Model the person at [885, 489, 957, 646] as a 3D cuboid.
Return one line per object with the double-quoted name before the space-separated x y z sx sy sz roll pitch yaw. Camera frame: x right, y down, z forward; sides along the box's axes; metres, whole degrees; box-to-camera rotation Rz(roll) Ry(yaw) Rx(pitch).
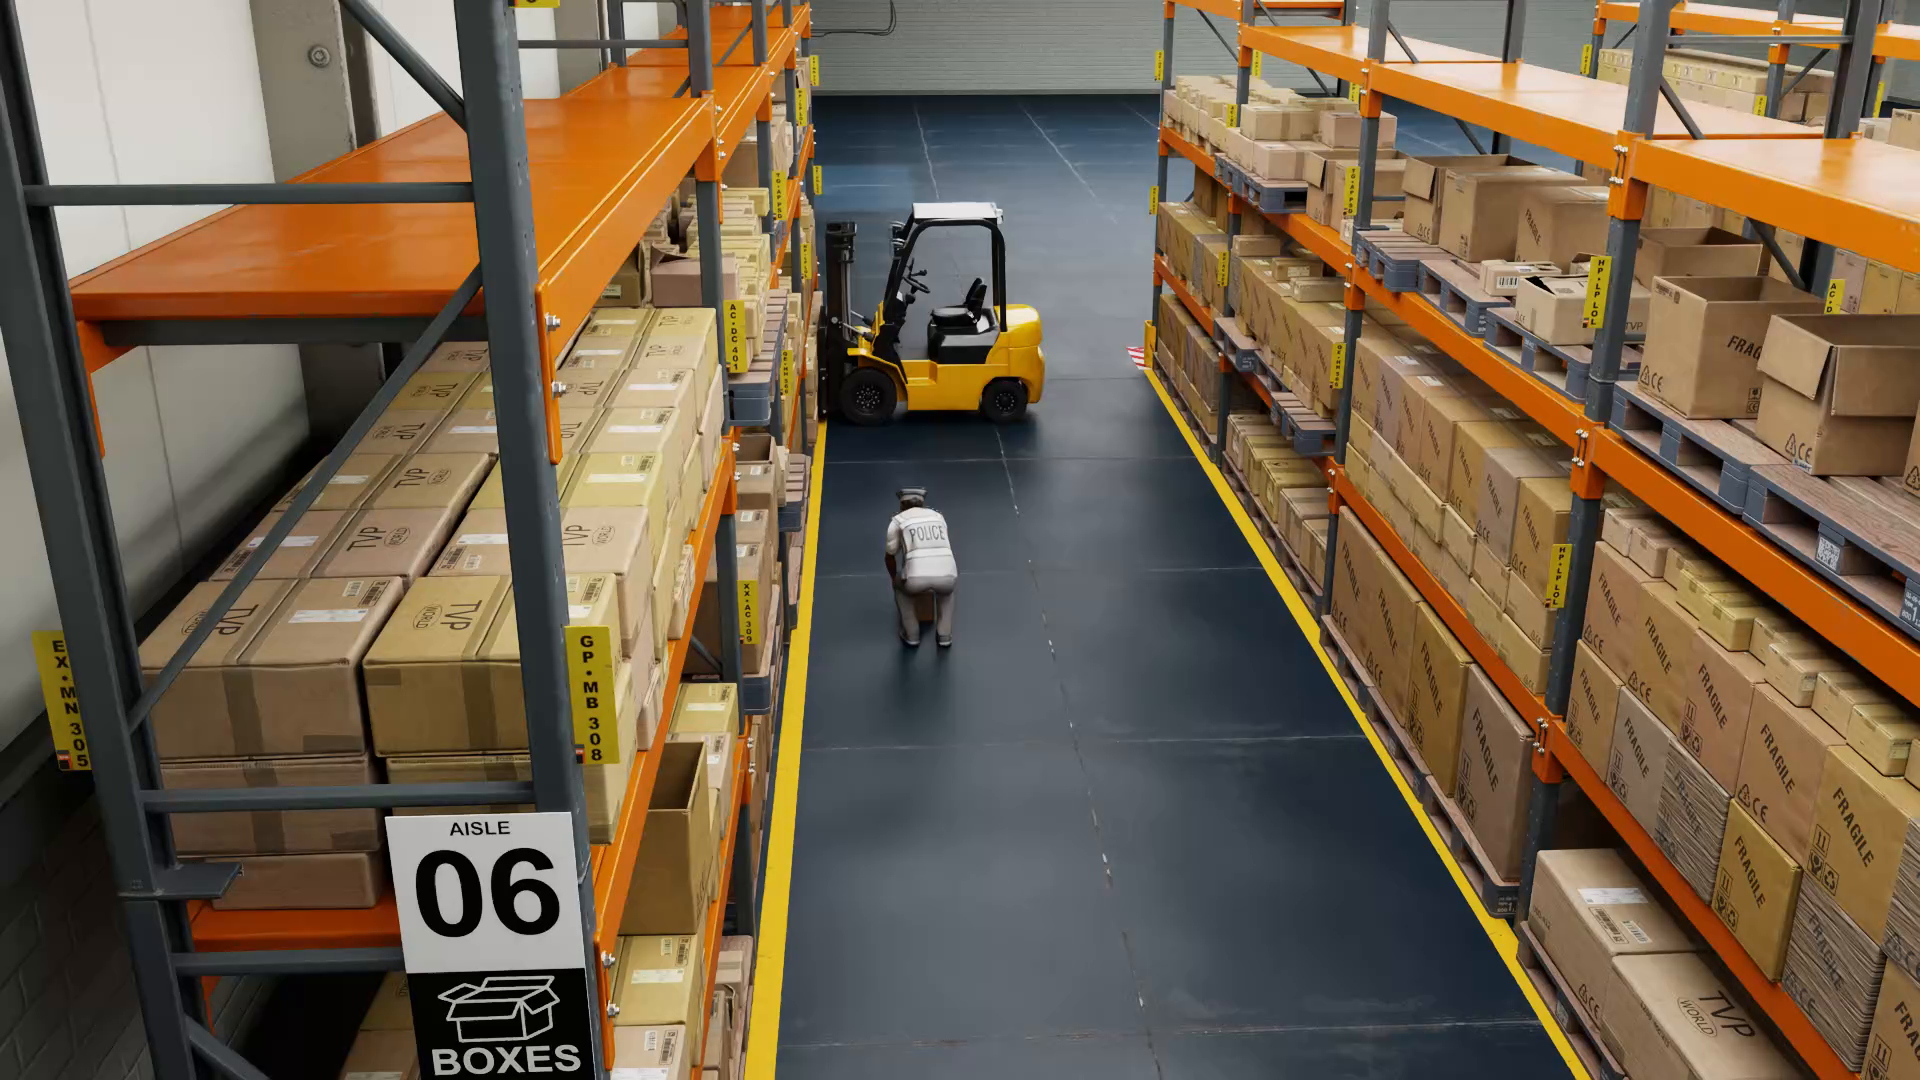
"person" -0.289 0.207 12.182 0.494 1.083 0.834 -3 21 -8
